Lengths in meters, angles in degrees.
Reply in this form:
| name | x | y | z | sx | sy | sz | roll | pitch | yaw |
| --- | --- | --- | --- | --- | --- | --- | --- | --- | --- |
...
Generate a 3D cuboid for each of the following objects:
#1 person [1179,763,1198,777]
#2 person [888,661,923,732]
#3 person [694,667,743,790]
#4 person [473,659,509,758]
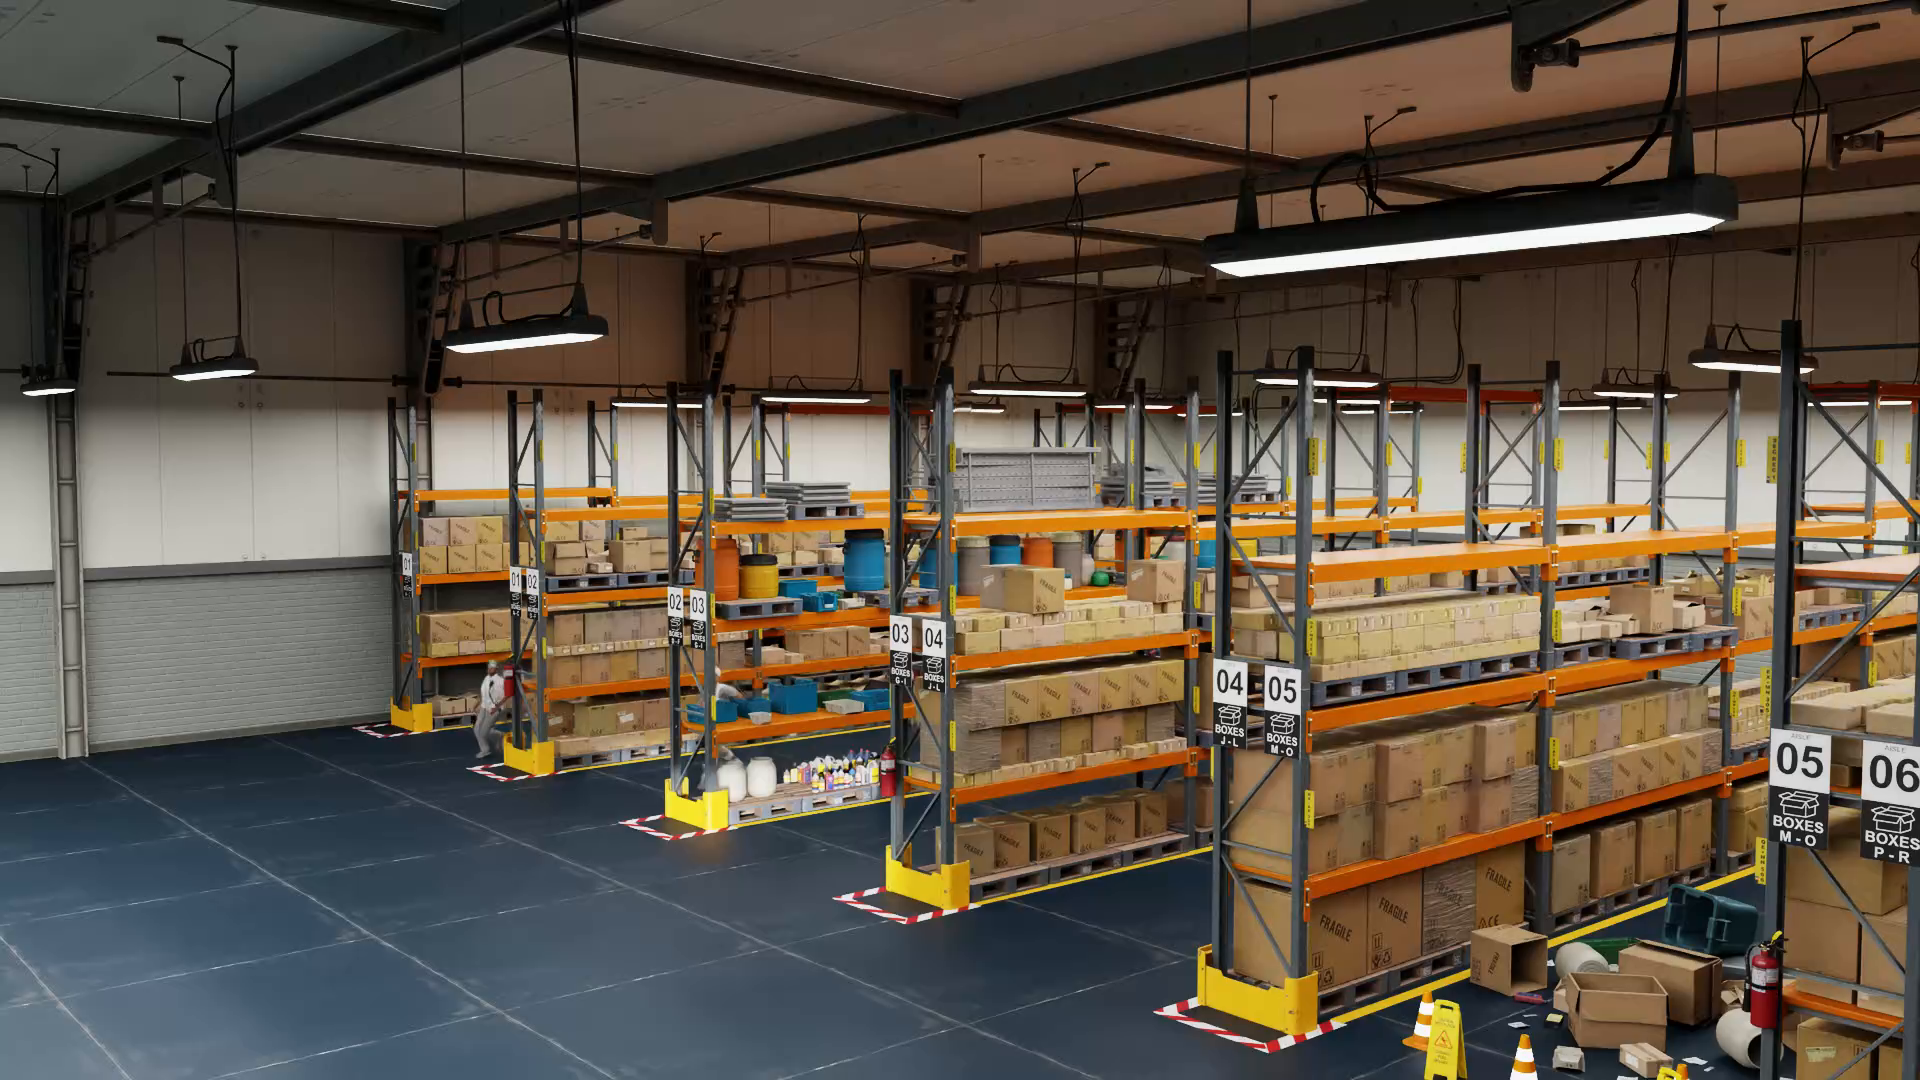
| name | x | y | z | sx | sy | sz | roll | pitch | yaw |
| --- | --- | --- | --- | --- | --- | --- | --- | --- | --- |
| person | 3.268 | 2.906 | 24.034 | 0.720 | 1.740 | 0.525 | -3 | 4 | -42 |
| person | -0.962 | 2.407 | 28.142 | 0.674 | 1.748 | 0.581 | 3 | 4 | 38 |
| person | -3.649 | 2.820 | 25.104 | 0.690 | 1.848 | 0.913 | 3 | 4 | 41 |
| person | -7.678 | 2.770 | 27.358 | 0.621 | 1.651 | 0.524 | 3 | 4 | 38 |
